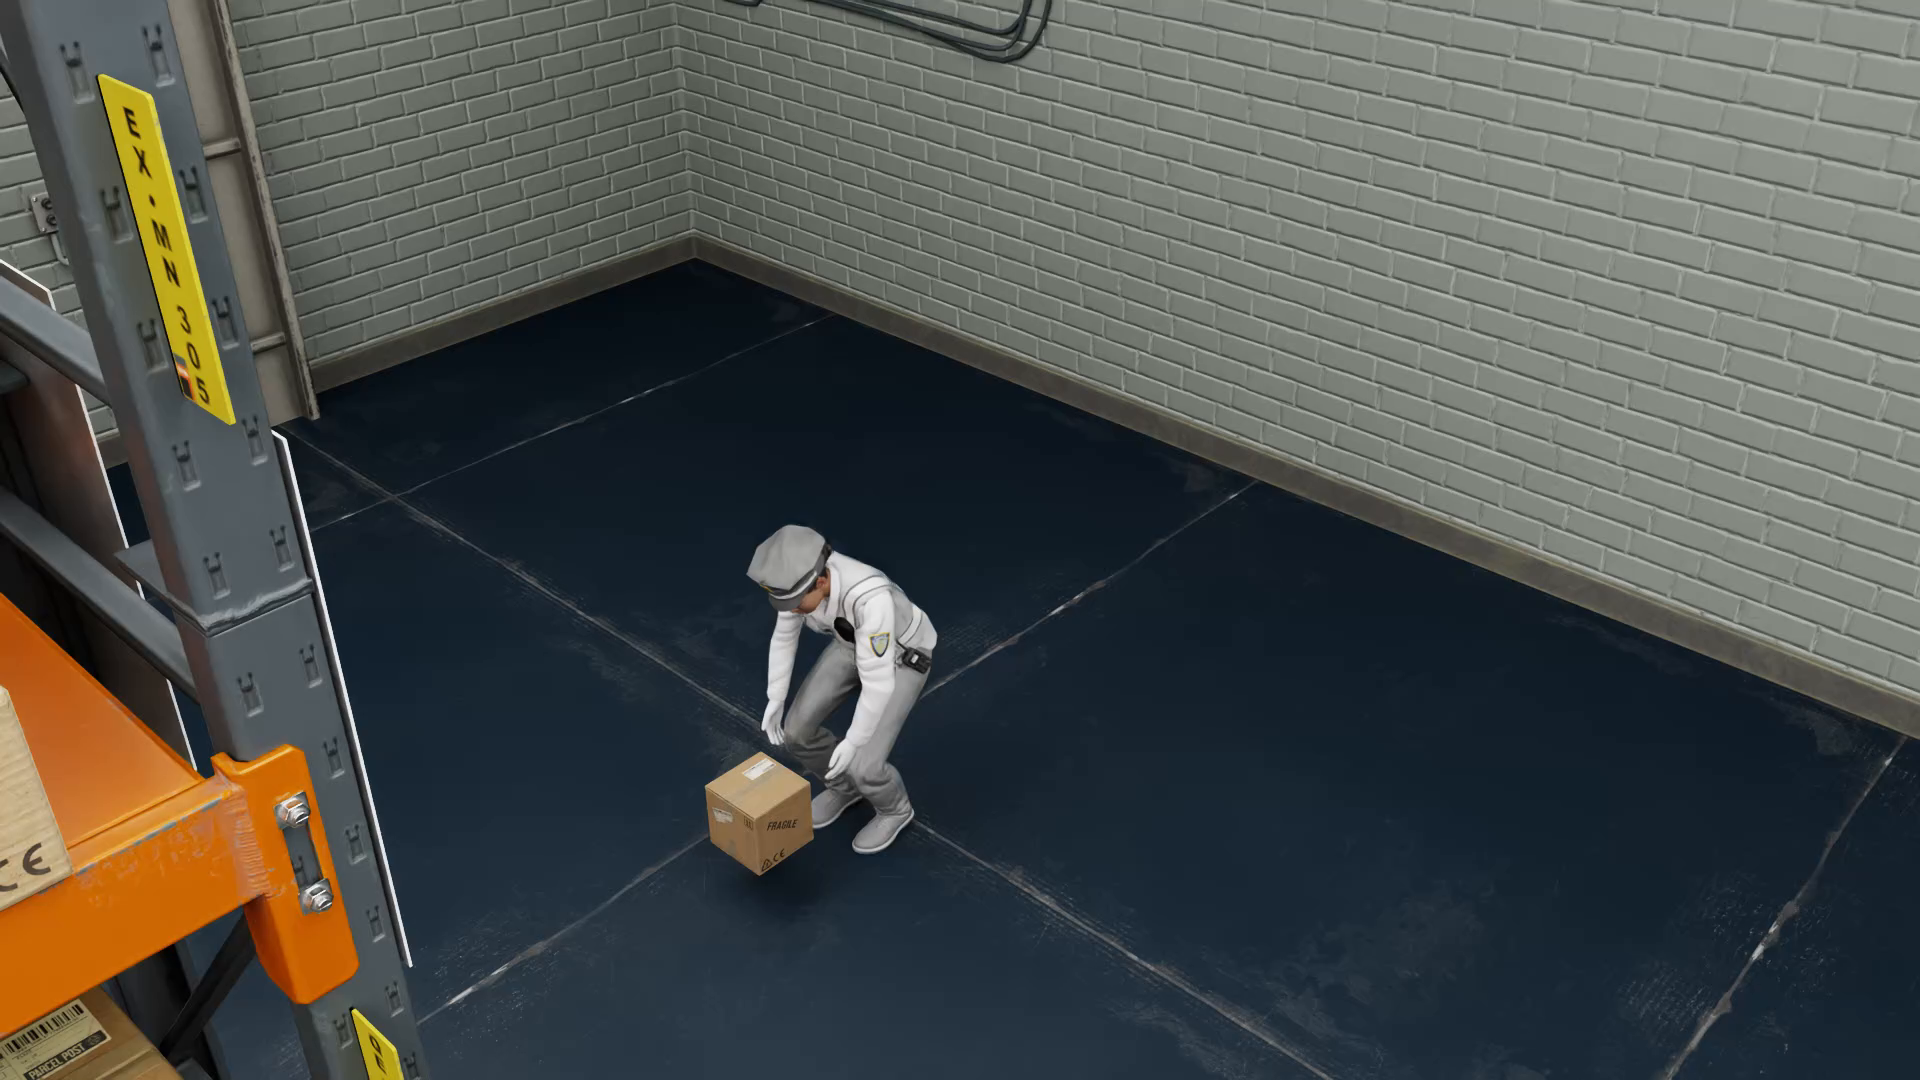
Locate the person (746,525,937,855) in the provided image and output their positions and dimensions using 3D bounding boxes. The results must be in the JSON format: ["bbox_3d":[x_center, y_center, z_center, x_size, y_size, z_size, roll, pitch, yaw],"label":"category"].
[{"bbox_3d":[-0.378,0.484,5.653,0.535,1.349,0.723,25,40,35],"label":"person"}]
